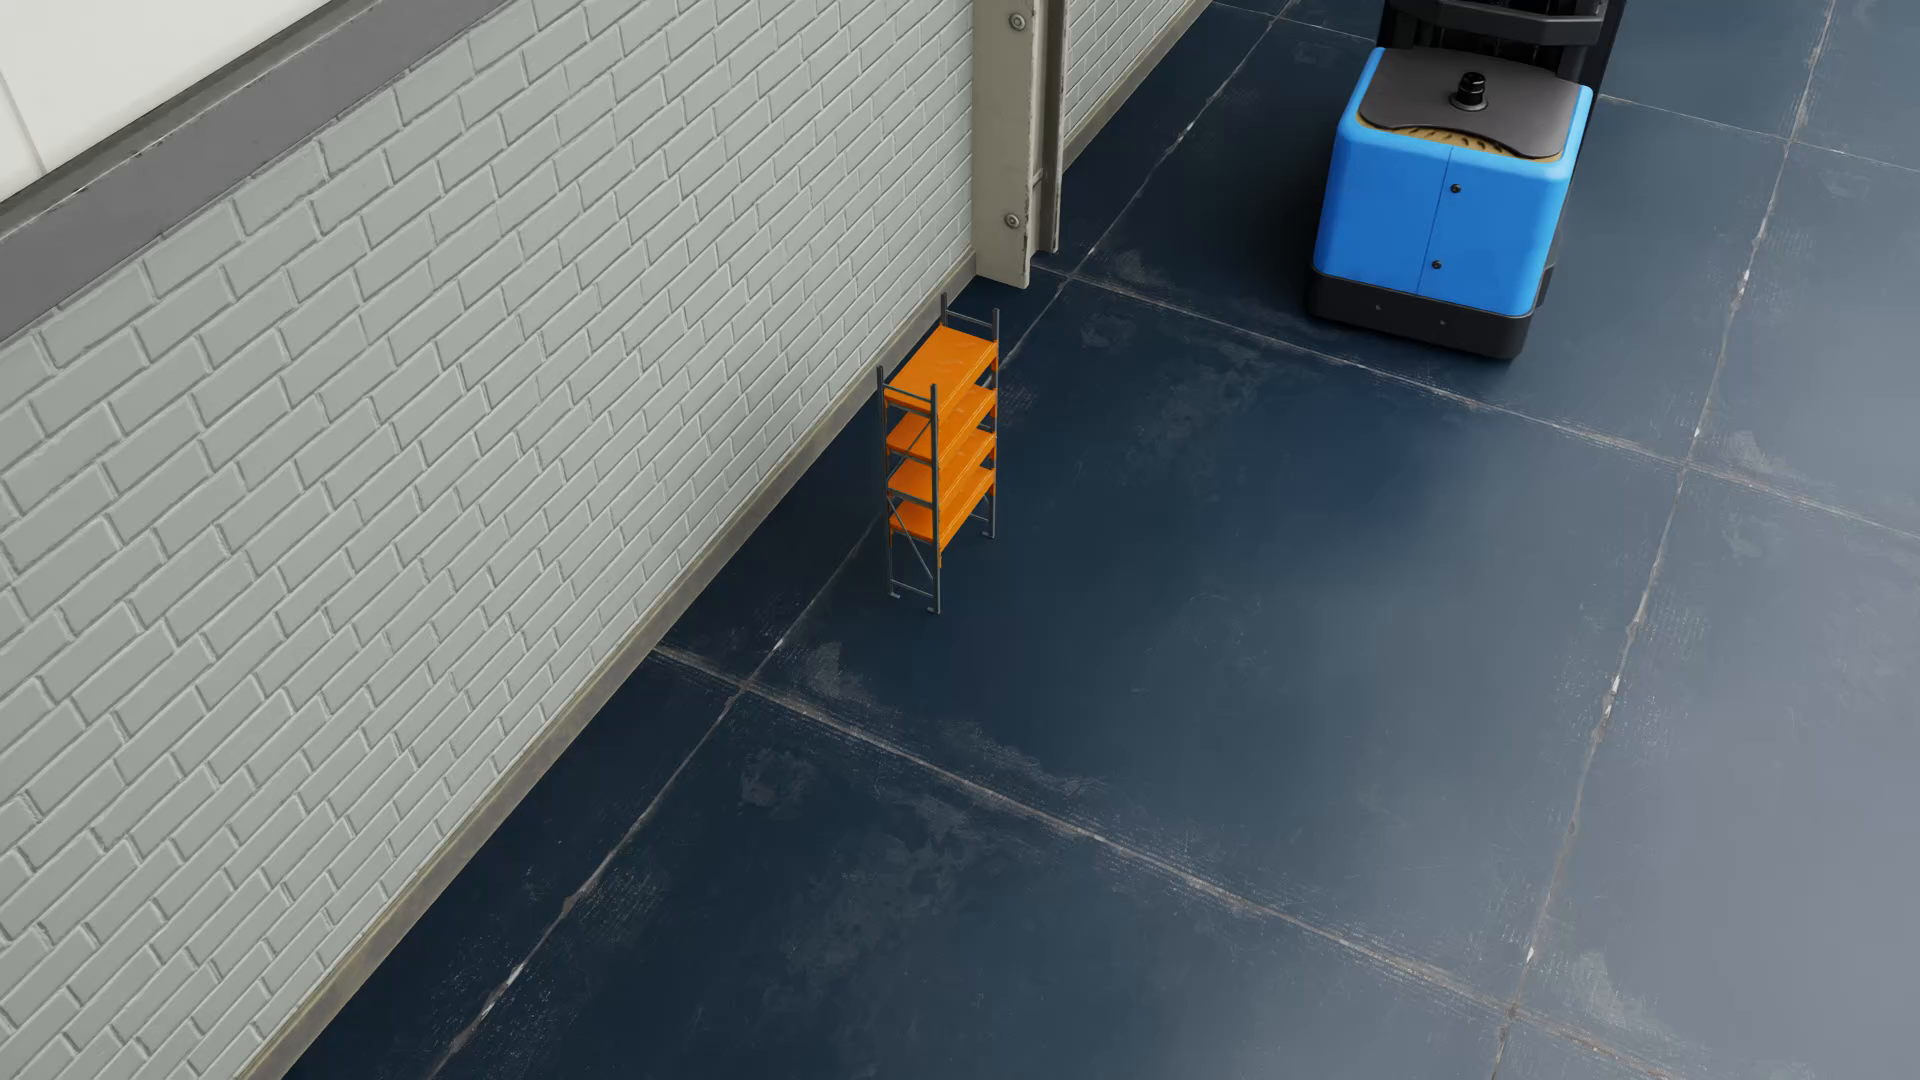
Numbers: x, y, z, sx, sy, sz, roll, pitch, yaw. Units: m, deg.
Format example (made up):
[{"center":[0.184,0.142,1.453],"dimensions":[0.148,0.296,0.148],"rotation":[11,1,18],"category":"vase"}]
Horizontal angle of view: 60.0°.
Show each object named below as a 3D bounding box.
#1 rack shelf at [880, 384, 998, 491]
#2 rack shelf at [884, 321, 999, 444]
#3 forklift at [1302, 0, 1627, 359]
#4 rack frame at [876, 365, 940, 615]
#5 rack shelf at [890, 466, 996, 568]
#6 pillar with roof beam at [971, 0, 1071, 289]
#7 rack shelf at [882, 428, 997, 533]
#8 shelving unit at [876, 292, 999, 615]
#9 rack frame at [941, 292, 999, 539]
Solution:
[{"center":[-0.077,-0.427,6.389],"dimensions":[0.258,0.148,0.480],"rotation":[20,49,19],"category":"rack shelf"},{"center":[-0.077,-0.594,6.221],"dimensions":[0.258,0.148,0.480],"rotation":[20,49,19],"category":"rack shelf"},{"center":[2.681,-2.940,7.875],"dimensions":[1.130,2.935,3.031],"rotation":[16,48,15],"category":"forklift"},{"center":[-0.190,-0.164,6.348],"dimensions":[0.240,1.200,0.015],"rotation":[20,49,19],"category":"rack frame"},{"center":[-0.077,-0.131,6.689],"dimensions":[0.258,0.148,0.480],"rotation":[20,49,19],"category":"rack shelf"},{"center":[4.089,-3.163,3.829],"dimensions":[9.100,9.000,0.400],"rotation":[20,49,19],"category":"pillar with roof beam"},{"center":[-0.077,-0.270,6.548],"dimensions":[0.258,0.148,0.480],"rotation":[20,49,19],"category":"rack shelf"},{"center":[-0.077,-0.317,6.500],"dimensions":[0.258,1.200,0.503],"rotation":[20,49,19],"category":"shelving unit"},{"center":[0.036,-0.471,6.652],"dimensions":[0.240,1.200,0.015],"rotation":[20,49,19],"category":"rack frame"}]
